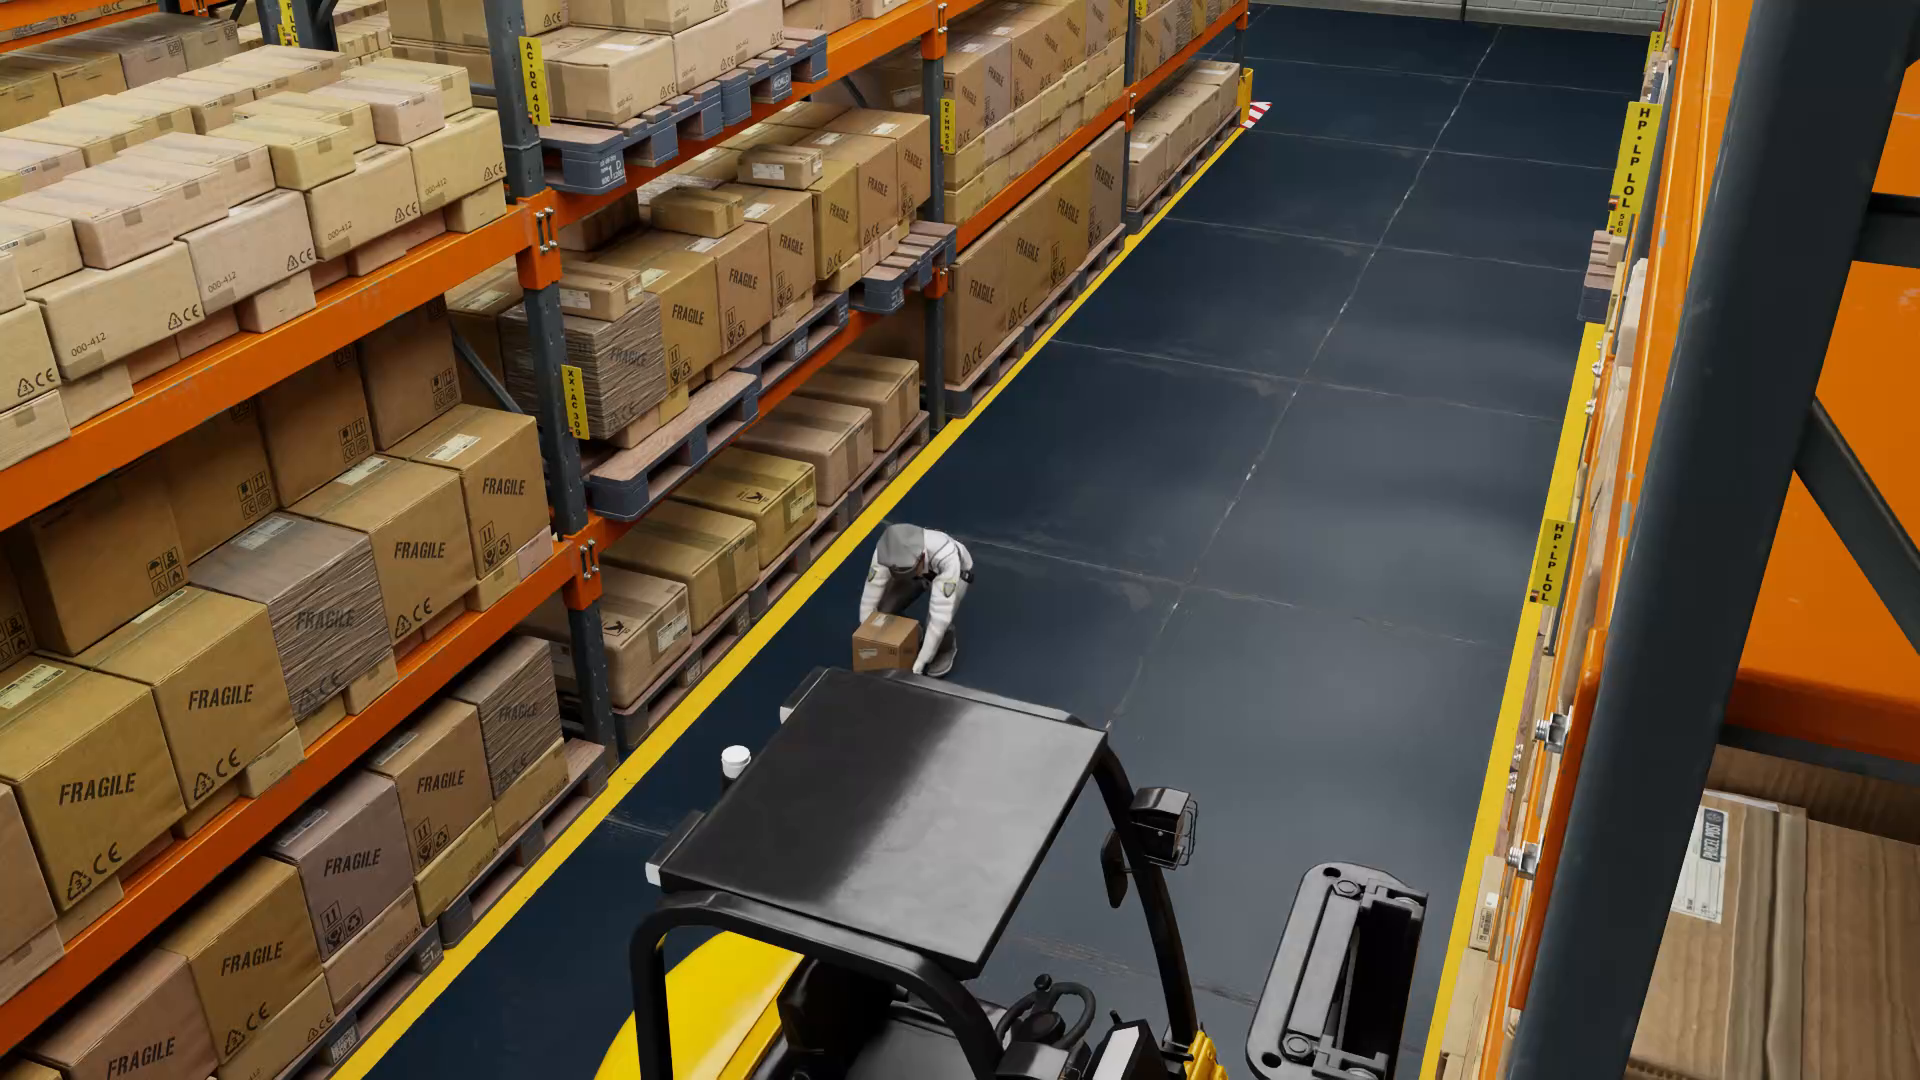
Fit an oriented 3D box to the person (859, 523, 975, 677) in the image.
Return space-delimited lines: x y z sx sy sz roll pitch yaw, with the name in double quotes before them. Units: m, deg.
"person" -0.203 0.251 8.401 0.493 0.967 0.831 13 32 21
